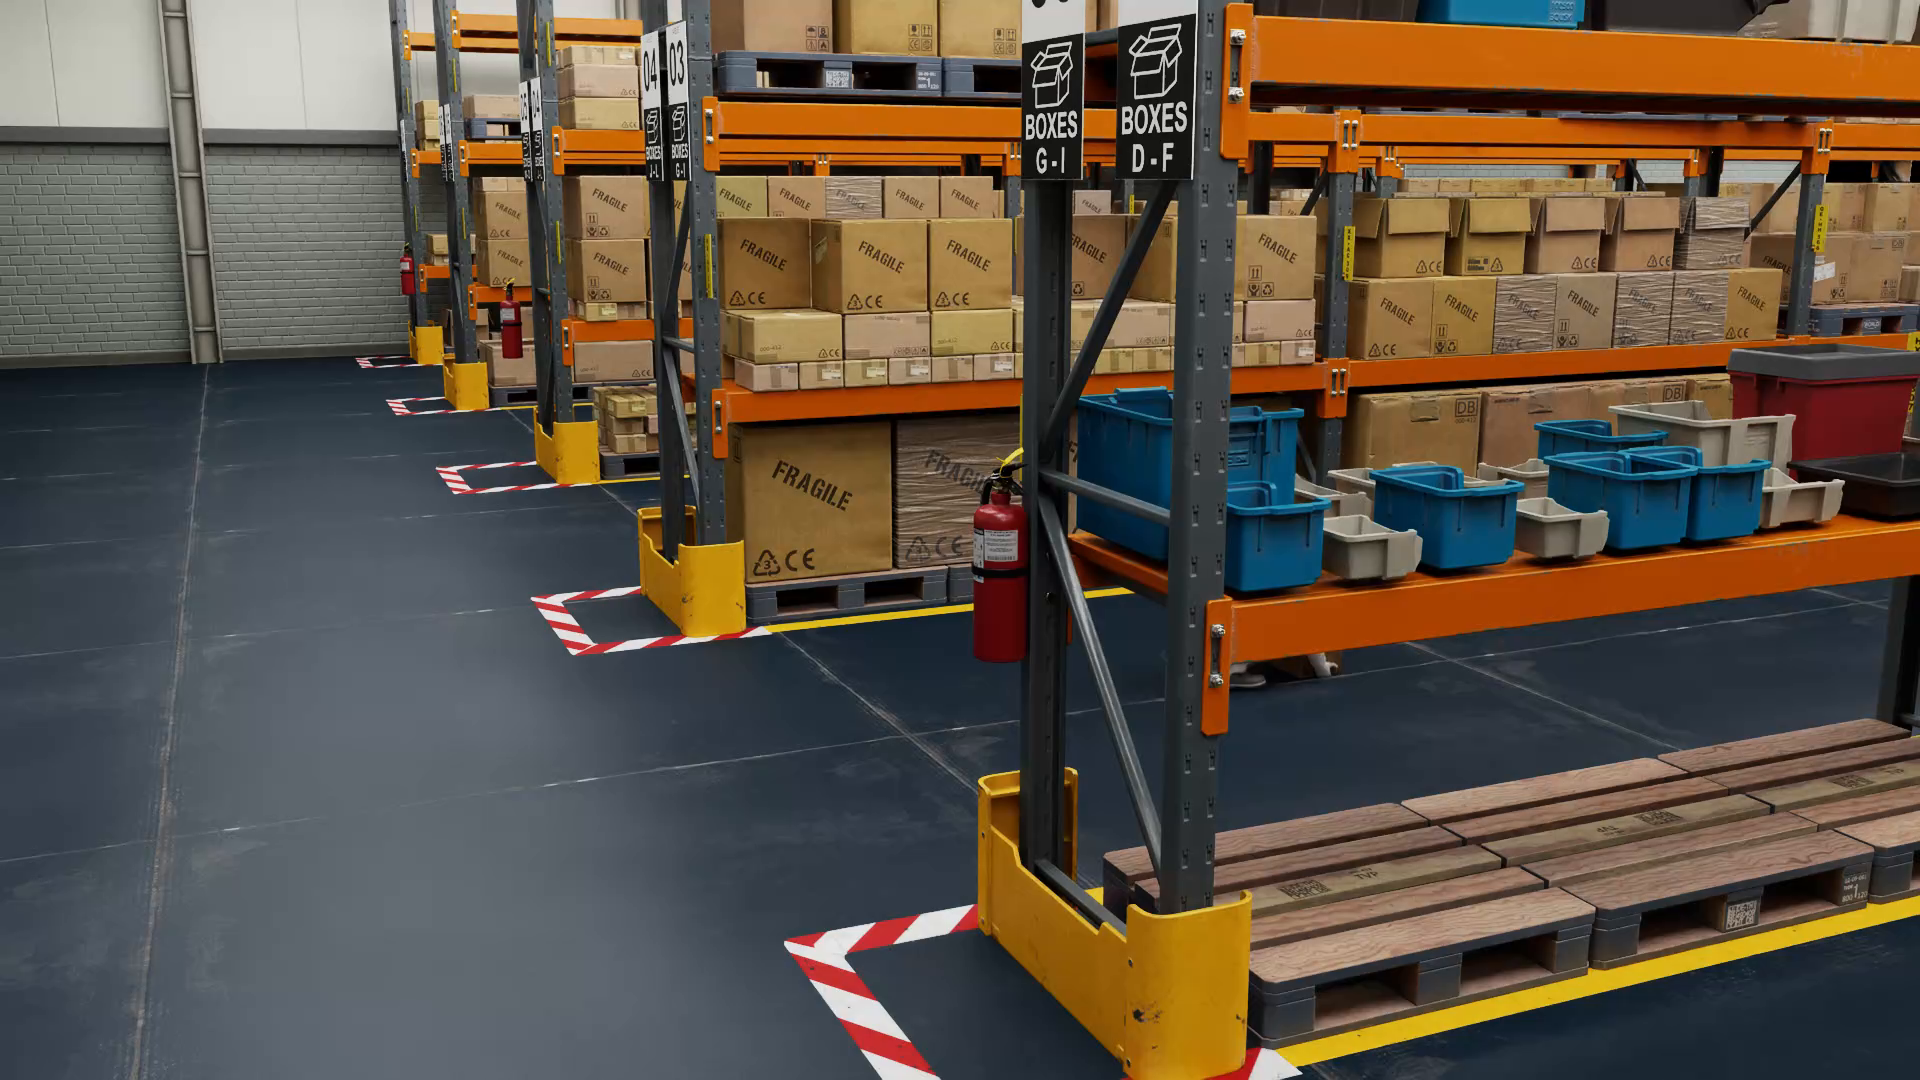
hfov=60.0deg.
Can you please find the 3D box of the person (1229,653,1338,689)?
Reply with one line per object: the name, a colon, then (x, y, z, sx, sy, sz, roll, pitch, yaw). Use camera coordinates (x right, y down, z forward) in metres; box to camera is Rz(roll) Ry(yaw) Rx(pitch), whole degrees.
person: (1.463, 0.327, 8.183, 0.915, 0.752, 0.456, -6, 13, -24)
